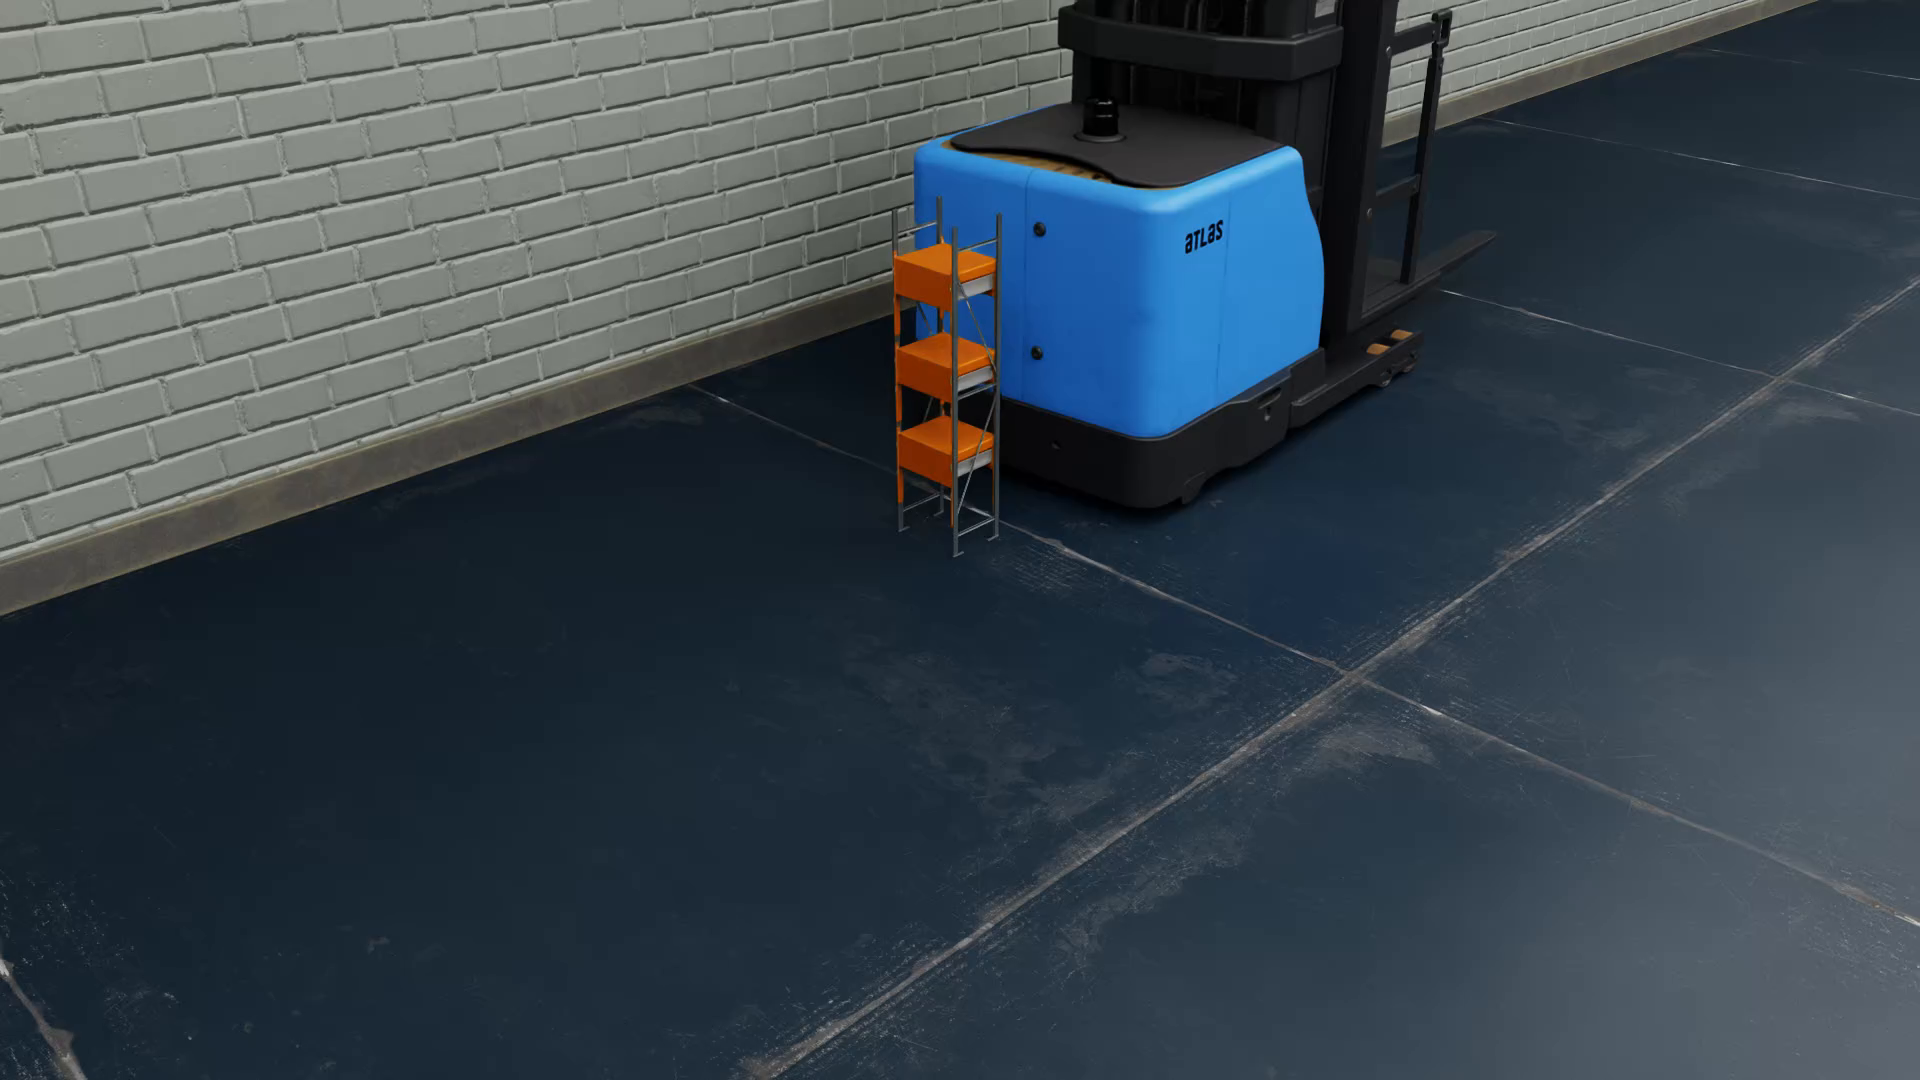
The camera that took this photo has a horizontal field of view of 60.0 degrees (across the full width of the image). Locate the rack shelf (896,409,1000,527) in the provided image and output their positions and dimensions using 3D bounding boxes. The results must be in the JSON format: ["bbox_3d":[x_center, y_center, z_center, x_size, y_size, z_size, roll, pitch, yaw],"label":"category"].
[{"bbox_3d":[-0.038,-0.227,5.173,0.240,0.259,0.215,25,36,38],"label":"rack shelf"}]

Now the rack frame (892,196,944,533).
[{"bbox_3d":[-0.125,-0.522,5.115,0.008,1.050,0.200,25,36,38],"label":"rack frame"}]

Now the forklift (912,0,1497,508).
[{"bbox_3d":[1.157,-2.012,5.927,1.130,2.935,3.031,21,34,34],"label":"forklift"}]

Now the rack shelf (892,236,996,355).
[{"bbox_3d":[-0.038,-0.724,4.912,0.240,0.259,0.215,25,36,38],"label":"rack shelf"}]

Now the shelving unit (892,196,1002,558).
[{"bbox_3d":[-0.038,-0.482,5.039,0.252,1.050,0.215,25,36,38],"label":"shelving unit"}]

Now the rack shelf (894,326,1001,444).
[{"bbox_3d":[-0.038,-0.473,5.044,0.240,0.259,0.215,25,36,38],"label":"rack shelf"}]

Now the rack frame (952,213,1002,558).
[{"bbox_3d":[0.049,-0.442,4.963,0.008,1.050,0.200,25,36,38],"label":"rack frame"}]
